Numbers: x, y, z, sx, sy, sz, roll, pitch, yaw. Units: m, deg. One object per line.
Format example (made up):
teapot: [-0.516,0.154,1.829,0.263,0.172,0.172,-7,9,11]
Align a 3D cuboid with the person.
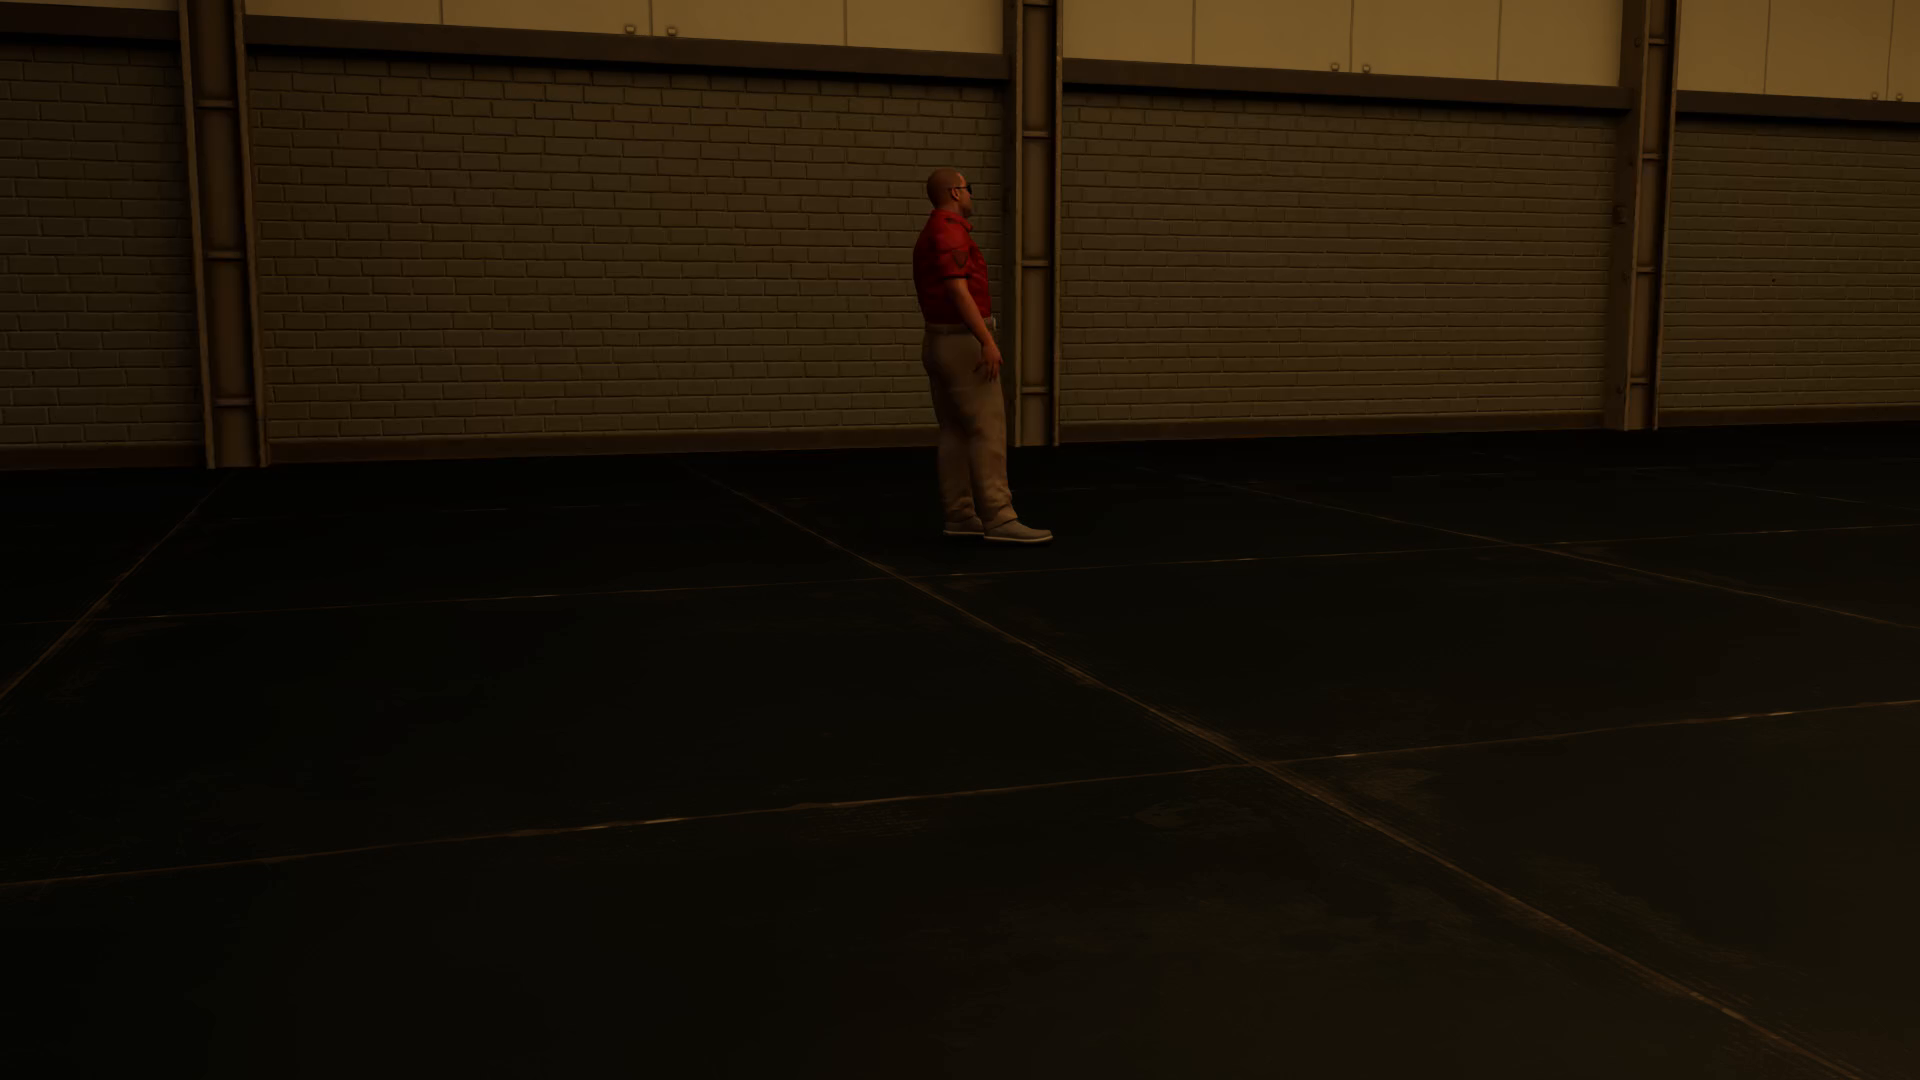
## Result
person: [0.089,-0.866,7.823,0.551,1.727,0.640,-3,8,-18]
